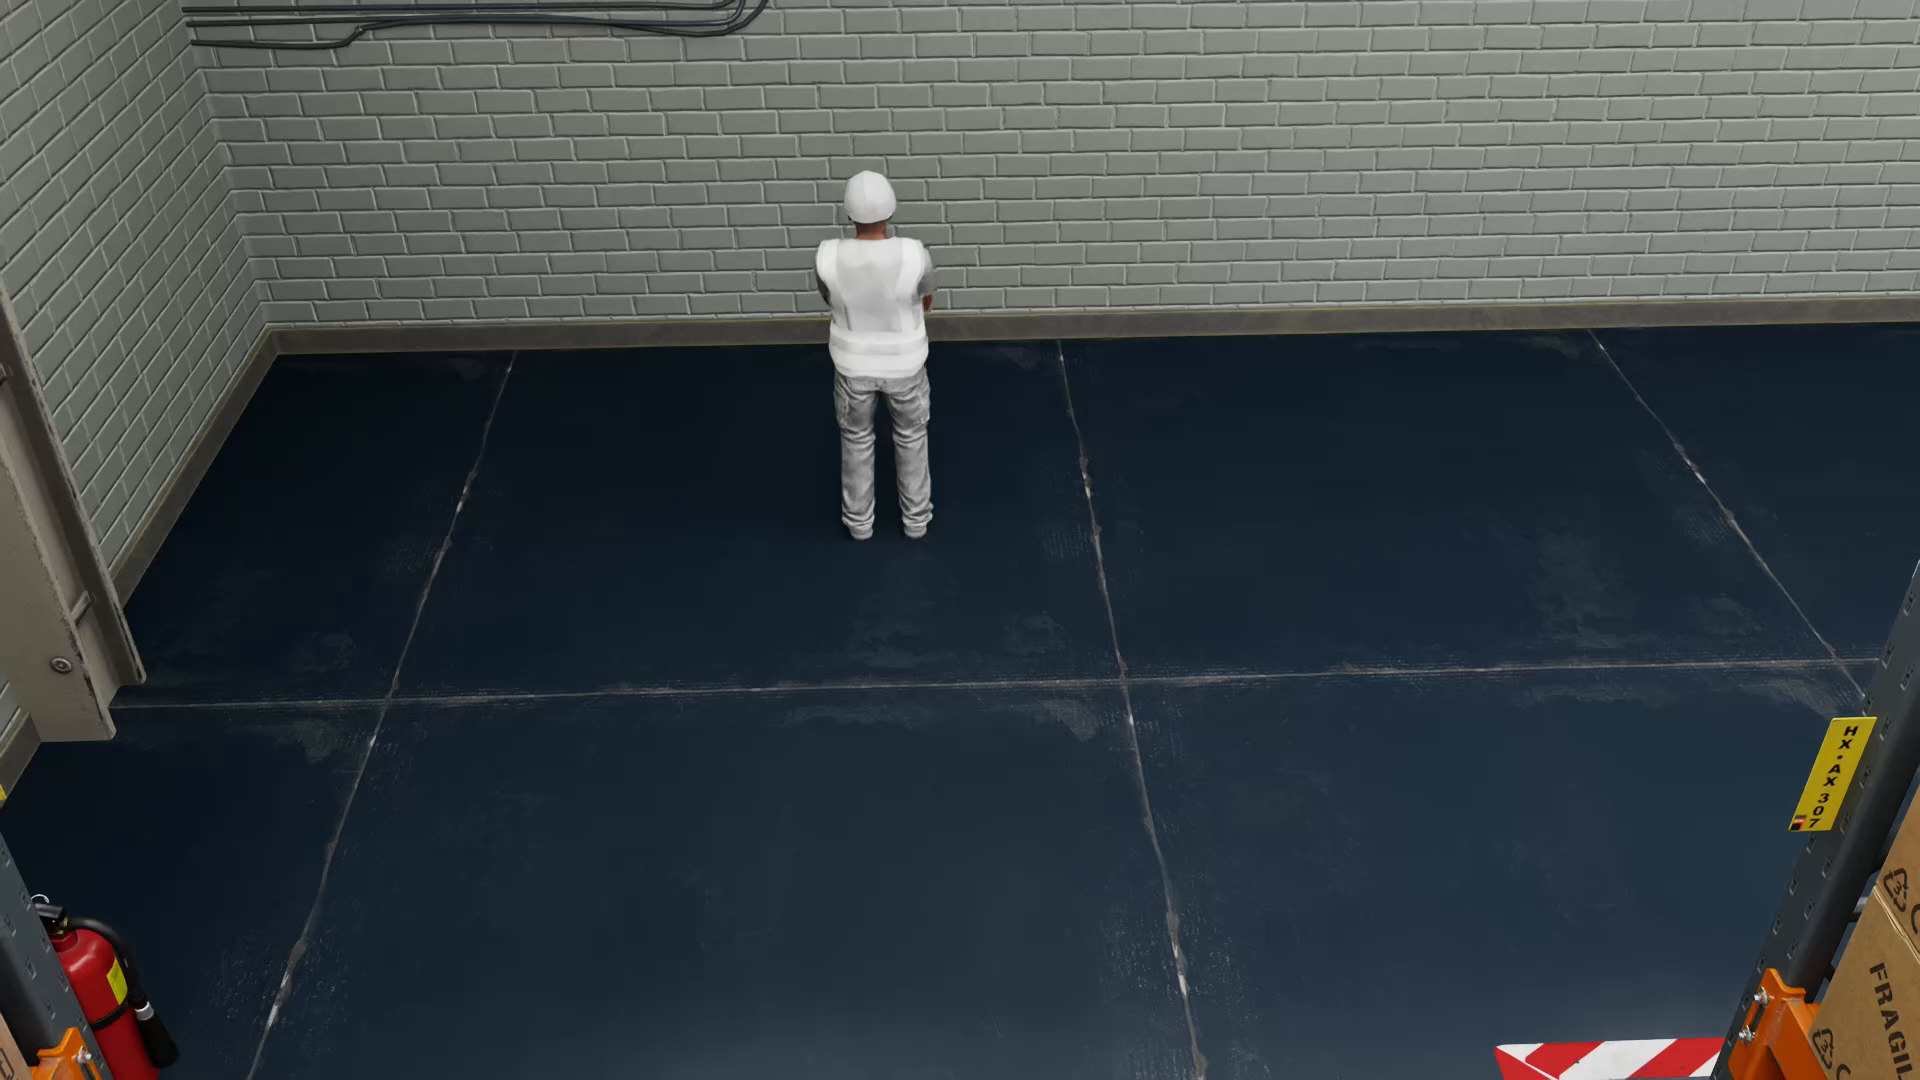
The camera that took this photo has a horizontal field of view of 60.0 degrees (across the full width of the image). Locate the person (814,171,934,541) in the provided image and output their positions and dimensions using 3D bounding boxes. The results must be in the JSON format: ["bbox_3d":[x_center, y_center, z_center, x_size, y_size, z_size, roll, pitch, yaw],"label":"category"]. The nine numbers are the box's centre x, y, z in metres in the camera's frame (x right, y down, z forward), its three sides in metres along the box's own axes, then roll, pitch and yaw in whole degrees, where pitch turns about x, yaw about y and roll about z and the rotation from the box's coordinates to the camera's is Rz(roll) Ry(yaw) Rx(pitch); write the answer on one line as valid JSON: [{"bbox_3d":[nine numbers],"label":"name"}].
[{"bbox_3d":[-0.355,-0.836,7.324,0.497,1.786,0.572,1,35,2],"label":"person"}]
